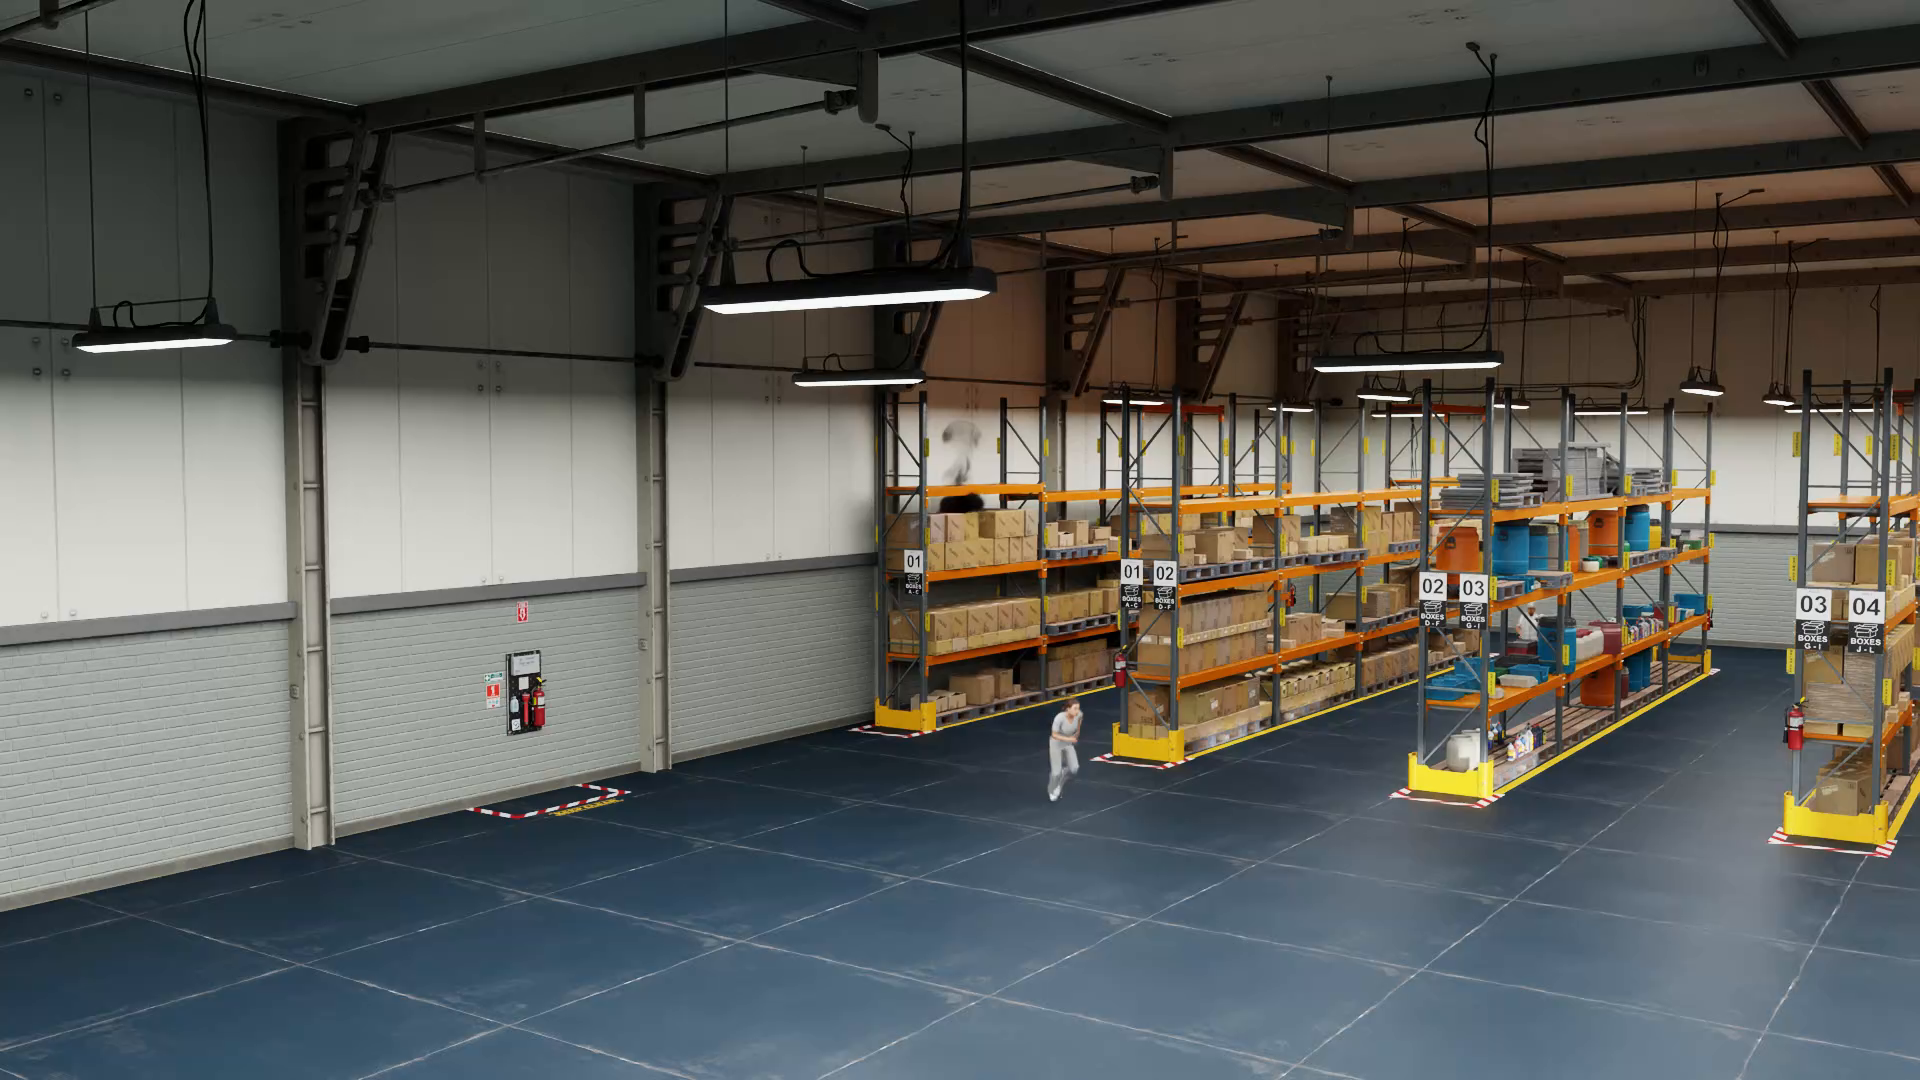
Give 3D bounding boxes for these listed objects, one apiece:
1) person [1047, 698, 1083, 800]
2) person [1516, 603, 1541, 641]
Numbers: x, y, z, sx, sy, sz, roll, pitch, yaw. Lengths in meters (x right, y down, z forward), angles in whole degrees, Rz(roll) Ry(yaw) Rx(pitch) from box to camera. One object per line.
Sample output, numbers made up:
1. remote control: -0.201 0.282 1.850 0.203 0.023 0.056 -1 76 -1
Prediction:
1. person: 1.510 2.945 23.455 0.591 1.510 0.846 -2 4 -28
2. person: 12.398 2.193 36.129 0.611 1.647 0.754 1 3 23
